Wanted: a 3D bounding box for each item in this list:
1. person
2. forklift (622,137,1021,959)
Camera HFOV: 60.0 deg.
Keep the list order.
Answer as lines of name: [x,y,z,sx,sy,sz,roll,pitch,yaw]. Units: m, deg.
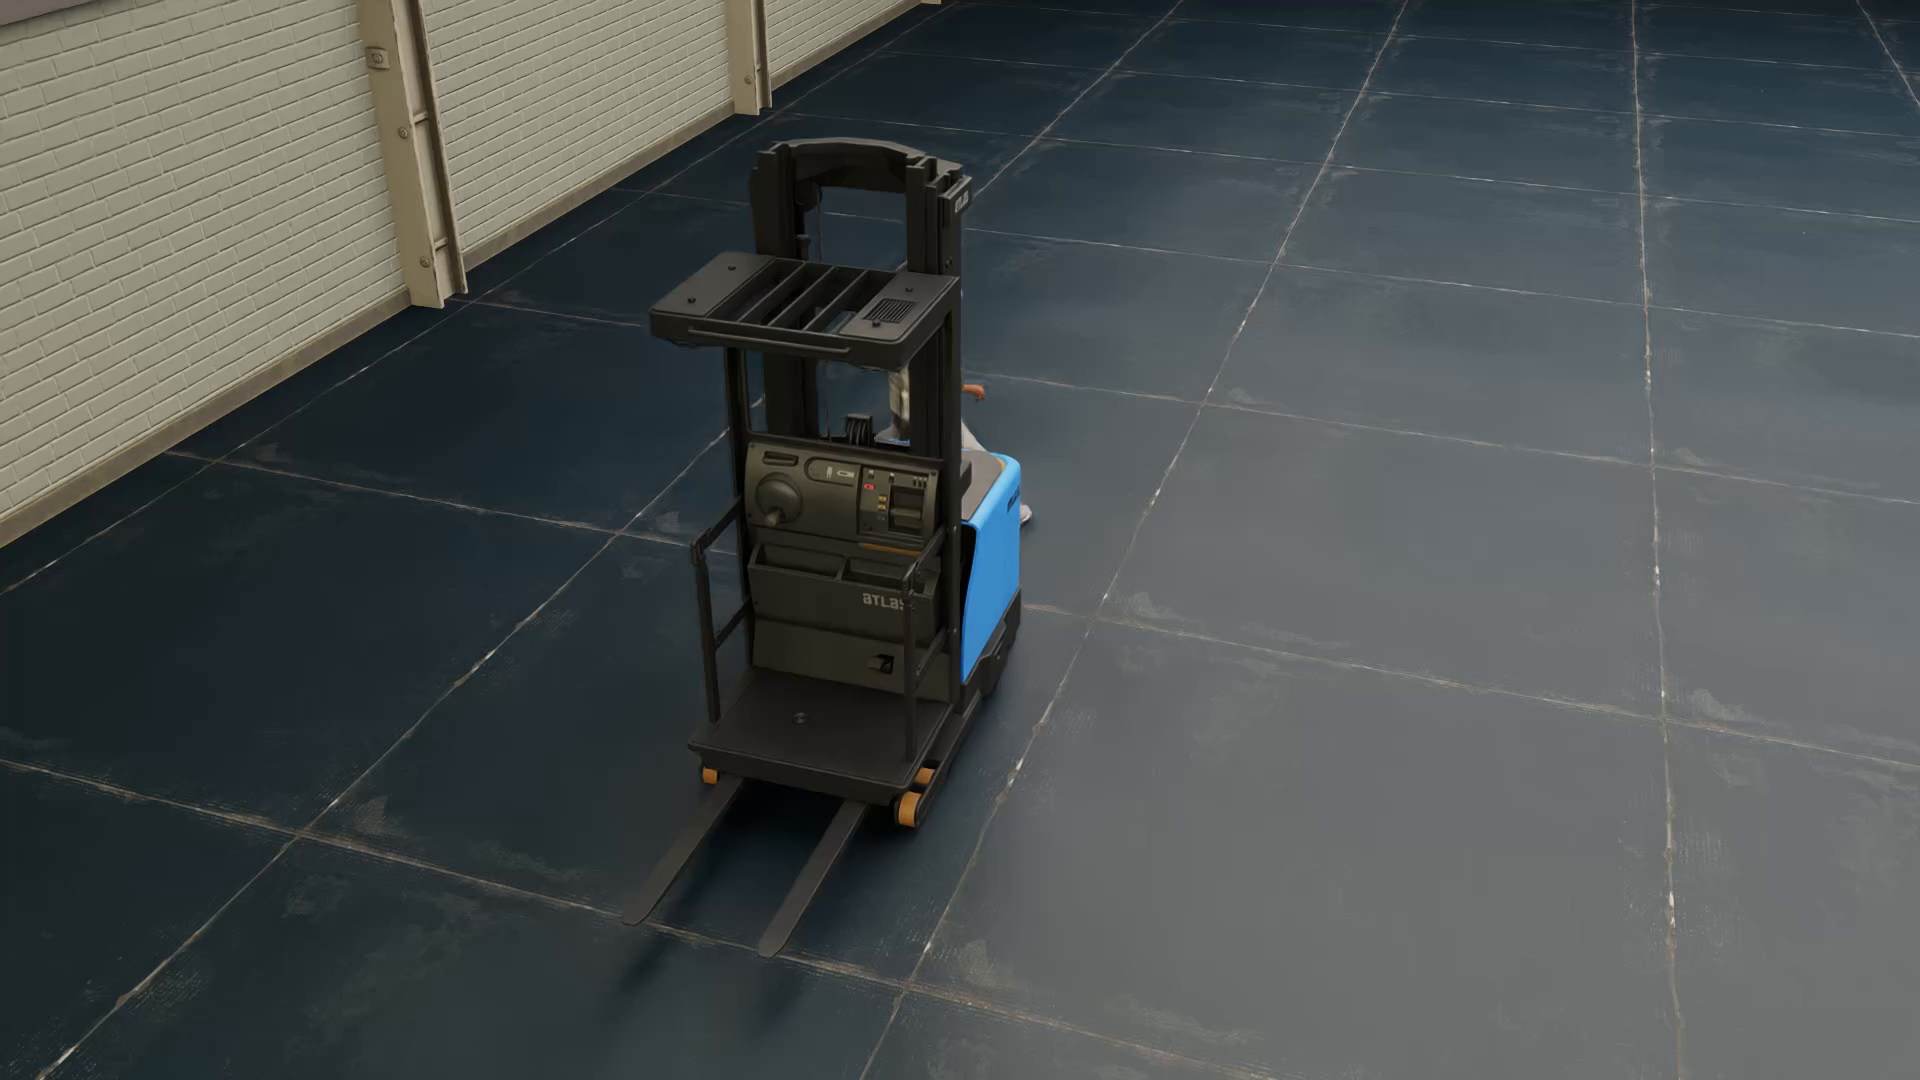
person: [-0.163,-0.908,10.209,0.888,1.473,1.204,-13,32,-22]
forklift: [-0.610,-0.160,7.417,1.130,2.935,3.031,9,31,16]
